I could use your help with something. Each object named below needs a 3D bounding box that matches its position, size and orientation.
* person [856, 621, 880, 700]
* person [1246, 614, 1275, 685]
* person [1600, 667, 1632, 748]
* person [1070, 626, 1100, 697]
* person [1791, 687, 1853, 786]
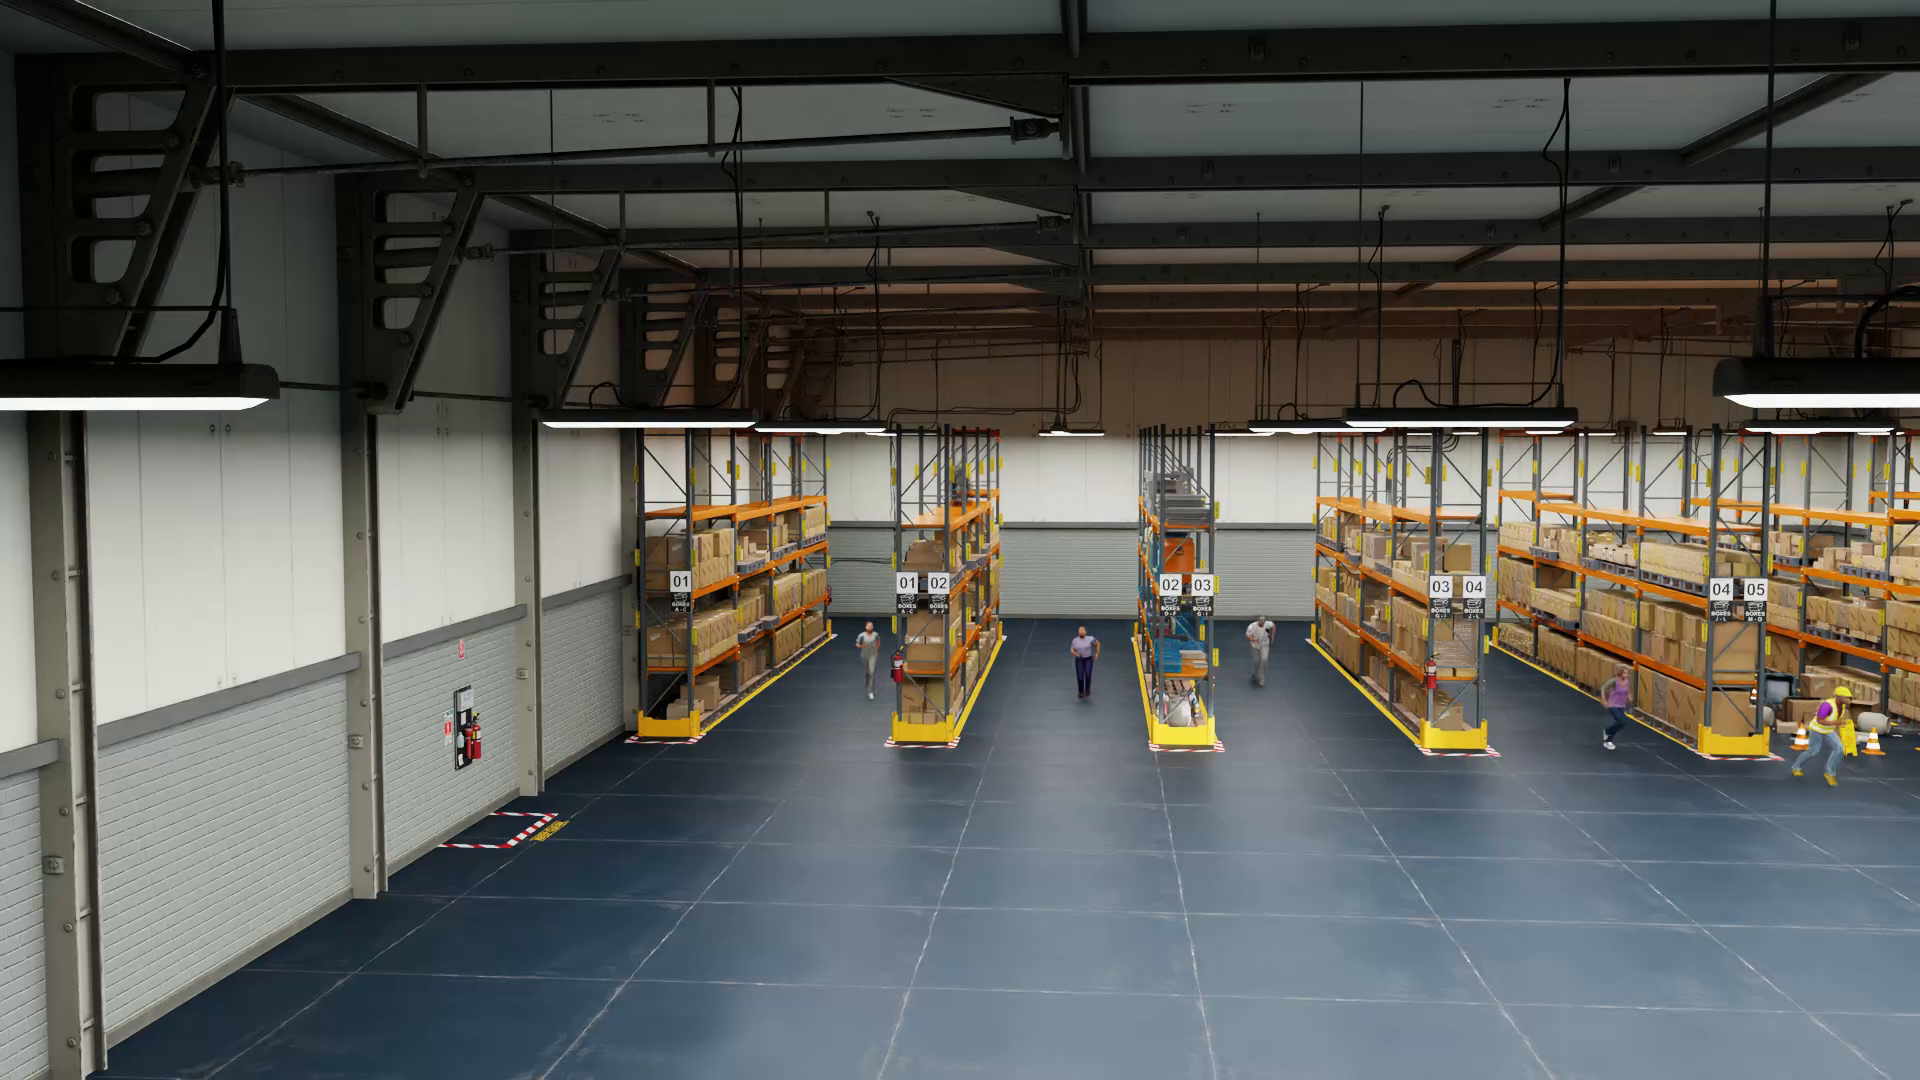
[{"bbox_3d":[-2.045,2.639,36.907,0.548,1.705,0.844,0,3,-5],"label":"person"},{"bbox_3d":[7.040,2.554,39.054,0.707,1.716,1.019,0,3,2],"label":"person"},{"bbox_3d":[12.127,3.085,30.628,0.511,1.541,0.588,-2,4,-25],"label":"person"},{"bbox_3d":[2.739,2.692,36.542,0.621,1.588,0.758,1,4,12],"label":"person"},{"bbox_3d":[14.334,3.239,27.635,0.745,1.703,1.006,-2,4,-30],"label":"person"}]
